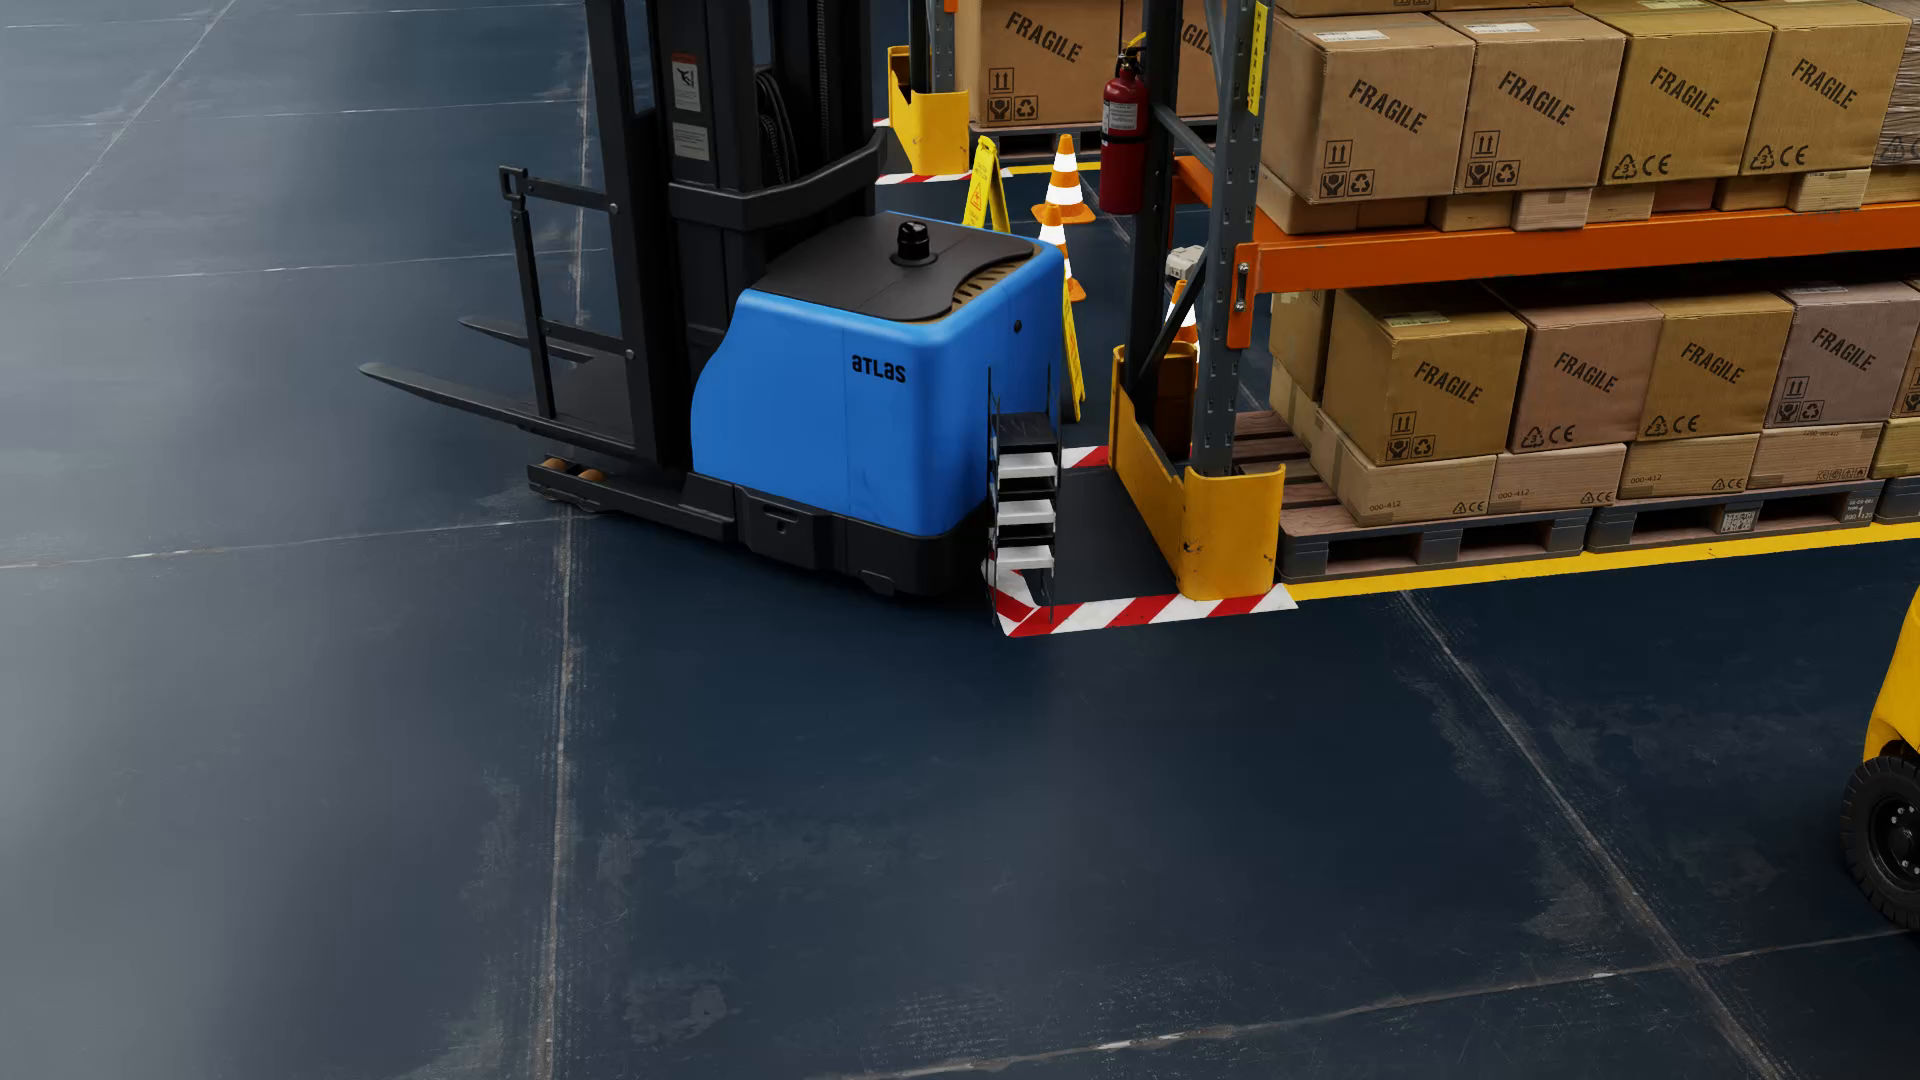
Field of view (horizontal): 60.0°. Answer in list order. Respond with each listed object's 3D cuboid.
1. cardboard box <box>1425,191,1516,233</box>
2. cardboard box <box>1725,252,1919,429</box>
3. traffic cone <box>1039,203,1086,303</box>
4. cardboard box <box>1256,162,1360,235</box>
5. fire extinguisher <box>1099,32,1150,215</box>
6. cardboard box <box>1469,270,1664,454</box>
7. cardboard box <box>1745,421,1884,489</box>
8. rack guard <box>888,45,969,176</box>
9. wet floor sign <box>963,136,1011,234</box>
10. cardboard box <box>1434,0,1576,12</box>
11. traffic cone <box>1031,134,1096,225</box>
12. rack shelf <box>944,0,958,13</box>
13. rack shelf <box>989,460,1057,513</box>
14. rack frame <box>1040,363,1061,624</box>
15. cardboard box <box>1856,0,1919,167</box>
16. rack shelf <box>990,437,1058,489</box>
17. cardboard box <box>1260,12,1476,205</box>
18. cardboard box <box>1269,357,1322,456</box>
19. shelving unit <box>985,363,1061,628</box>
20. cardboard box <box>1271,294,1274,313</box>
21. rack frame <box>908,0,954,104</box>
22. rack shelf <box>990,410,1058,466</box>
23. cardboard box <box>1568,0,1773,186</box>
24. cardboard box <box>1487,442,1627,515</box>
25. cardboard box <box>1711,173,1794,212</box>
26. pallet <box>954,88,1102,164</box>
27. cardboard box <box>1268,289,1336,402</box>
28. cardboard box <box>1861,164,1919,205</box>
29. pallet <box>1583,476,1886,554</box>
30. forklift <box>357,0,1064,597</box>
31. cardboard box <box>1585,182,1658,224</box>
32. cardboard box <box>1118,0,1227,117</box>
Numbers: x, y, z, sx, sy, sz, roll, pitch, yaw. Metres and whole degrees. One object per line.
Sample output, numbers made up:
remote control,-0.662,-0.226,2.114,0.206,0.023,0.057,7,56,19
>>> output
cardboard box,1.700,-1.200,5.721,0.250,0.149,0.380,-6,31,-11
cardboard box,3.206,-0.768,6.297,0.500,0.500,0.500,-4,31,-6
traffic cone,0.463,-1.478,8.448,0.334,0.463,0.336,-5,31,-9
cardboard box,1.179,-1.186,5.697,0.250,0.149,0.380,-5,31,-9
fire extinguisher,0.612,-1.552,6.149,0.183,0.674,0.296,-5,31,-9
cardboard box,2.187,-0.673,6.136,0.500,0.500,0.500,-6,31,-11
cardboard box,3.186,-0.442,6.482,0.500,0.250,0.500,-5,31,-8
rack guard,-0.207,-2.745,10.567,0.348,0.500,1.175,-5,31,-9
wet floor sign,0.144,-1.820,8.851,0.232,0.644,0.267,-11,32,-17
cardboard box,1.770,-2.167,5.738,0.500,0.500,0.700,-5,31,-8
traffic cone,0.594,-2.072,9.459,0.334,0.463,0.336,-5,31,-9
rack shelf,1.783,-3.698,10.430,4.000,0.370,1.077,-5,31,-9
rack shelf,0.212,-0.193,5.719,0.200,0.077,0.258,-3,31,-6
rack frame,0.313,-0.150,5.758,0.006,0.900,0.240,-3,31,-6
cardboard box,3.335,-1.638,5.826,0.500,0.500,0.500,-4,31,-8
rack shelf,0.212,-0.271,5.674,0.200,0.077,0.258,-3,31,-6
cardboard box,1.323,-1.443,5.494,0.500,0.500,0.500,-6,31,-10
cardboard box,1.577,-0.572,6.704,0.500,0.250,0.500,-5,31,-9
shelving unit,0.212,-0.144,5.748,0.210,0.900,0.258,-3,31,-6
cardboard box,1.732,-1.264,8.395,0.250,0.149,0.380,10,32,17
rack frame,-0.184,-3.825,9.938,0.127,3.000,1.000,-5,31,-9
rack shelf,0.213,-0.348,5.628,0.200,0.077,0.258,-3,31,-6
cardboard box,2.333,-1.539,5.657,0.500,0.500,0.500,-6,31,-10
cardboard box,2.154,-0.341,6.310,0.500,0.250,0.500,-4,31,-7
cardboard box,2.720,-1.304,5.897,0.250,0.149,0.380,-6,31,-10
pallet,0.589,-2.735,10.835,1.213,0.211,1.003,-5,31,-9
cardboard box,1.548,-0.888,6.502,0.500,0.500,0.500,-5,31,-9
cardboard box,3.225,-1.339,5.957,0.250,0.149,0.380,-6,31,-10
pallet,2.885,-0.337,6.757,1.213,0.211,1.003,-5,31,-9
forklift,-1.138,-1.588,6.201,3.031,2.935,1.130,16,34,25
cardboard box,2.206,-1.240,5.790,0.250,0.149,0.380,-5,31,-8
cardboard box,1.336,-3.266,10.669,0.875,0.875,0.875,-6,31,-10
